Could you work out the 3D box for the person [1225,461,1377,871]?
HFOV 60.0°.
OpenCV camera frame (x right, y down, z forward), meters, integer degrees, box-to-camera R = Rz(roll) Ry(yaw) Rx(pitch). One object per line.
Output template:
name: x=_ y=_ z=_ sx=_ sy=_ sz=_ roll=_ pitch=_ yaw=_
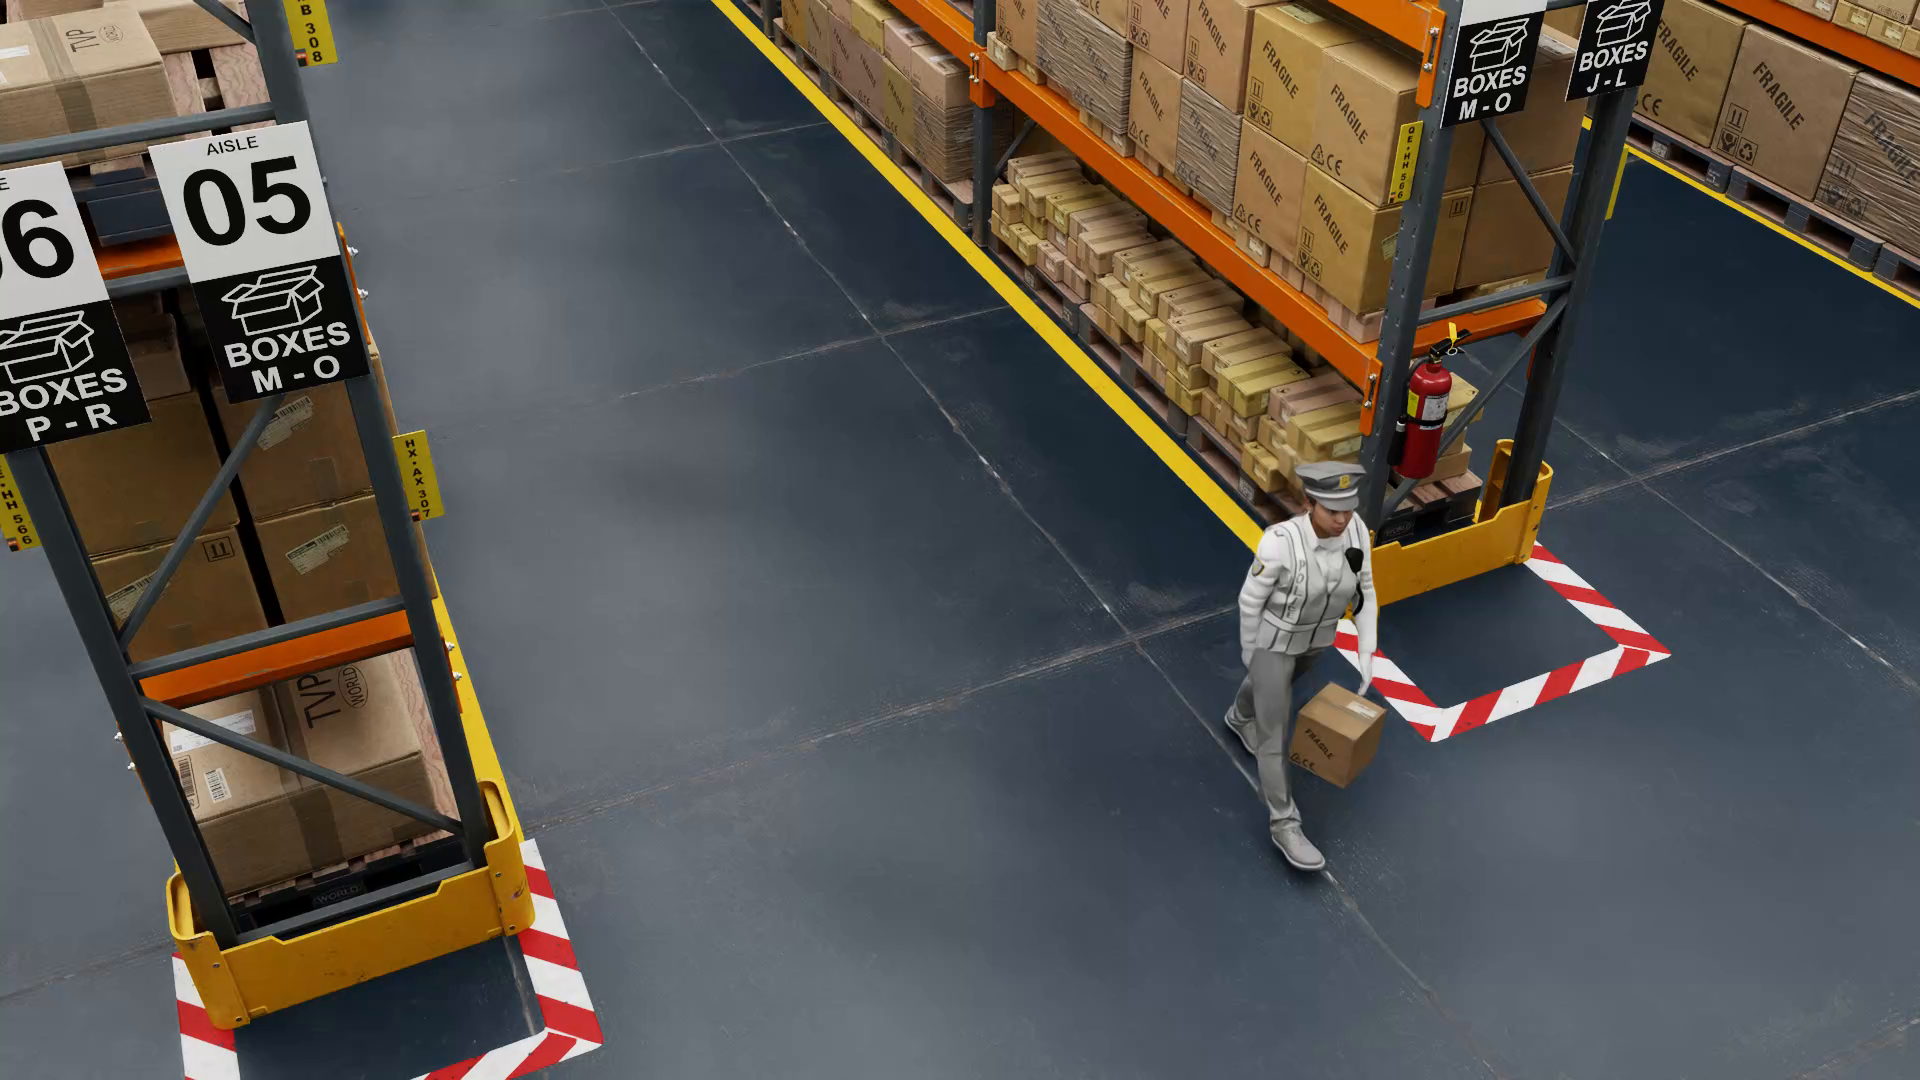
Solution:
person: x=1.323 y=0.392 z=6.325 sx=0.506 sy=1.638 sz=0.946 roll=-16 pitch=40 yaw=-19
